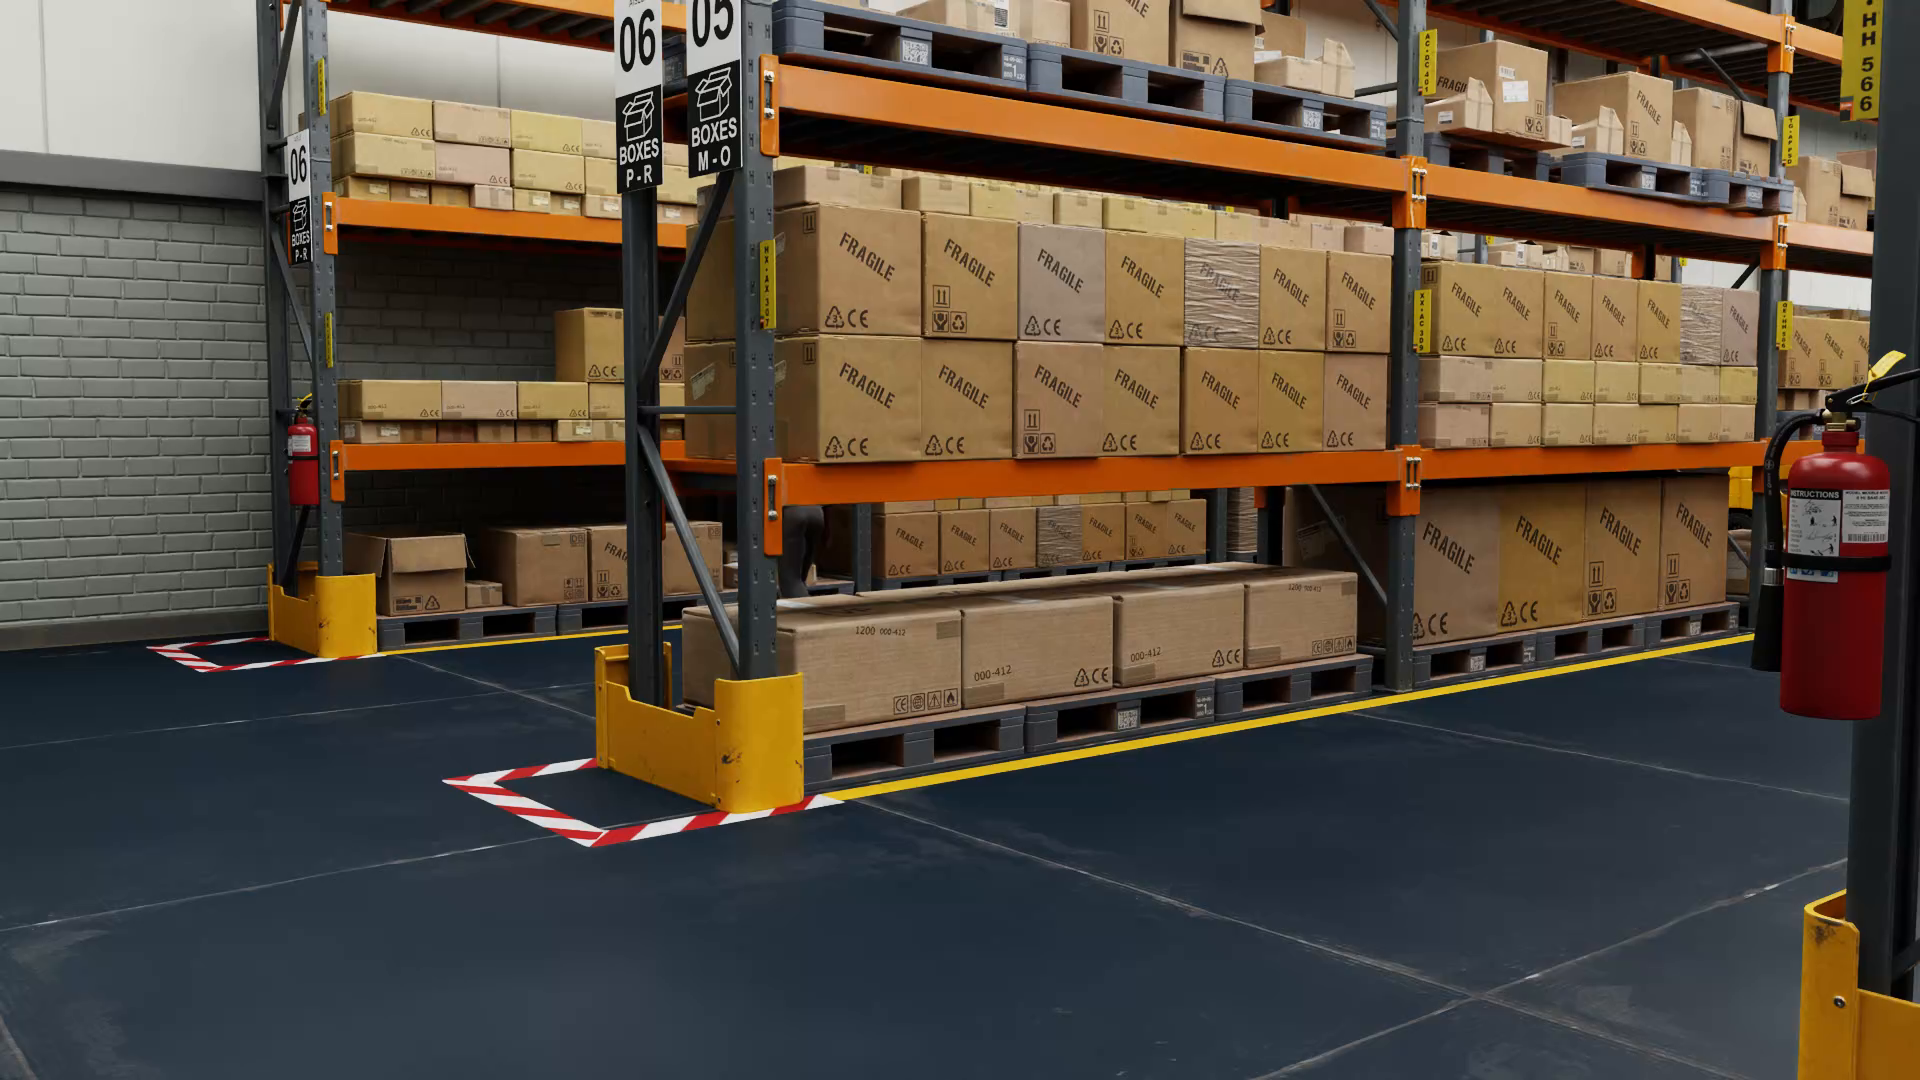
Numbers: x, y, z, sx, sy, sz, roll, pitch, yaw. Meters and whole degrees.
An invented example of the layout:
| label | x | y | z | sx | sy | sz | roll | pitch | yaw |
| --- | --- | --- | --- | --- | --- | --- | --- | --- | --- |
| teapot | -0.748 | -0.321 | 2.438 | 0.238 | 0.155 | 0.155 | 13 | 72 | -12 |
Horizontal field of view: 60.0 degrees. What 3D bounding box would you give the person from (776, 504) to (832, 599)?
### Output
| label | x | y | z | sx | sy | sz | roll | pitch | yaw |
| --- | --- | --- | --- | --- | --- | --- | --- | --- | --- |
| person | -1.049 | -0.100 | 9.985 | 0.730 | 1.626 | 0.490 | 4 | 6 | 39 |
